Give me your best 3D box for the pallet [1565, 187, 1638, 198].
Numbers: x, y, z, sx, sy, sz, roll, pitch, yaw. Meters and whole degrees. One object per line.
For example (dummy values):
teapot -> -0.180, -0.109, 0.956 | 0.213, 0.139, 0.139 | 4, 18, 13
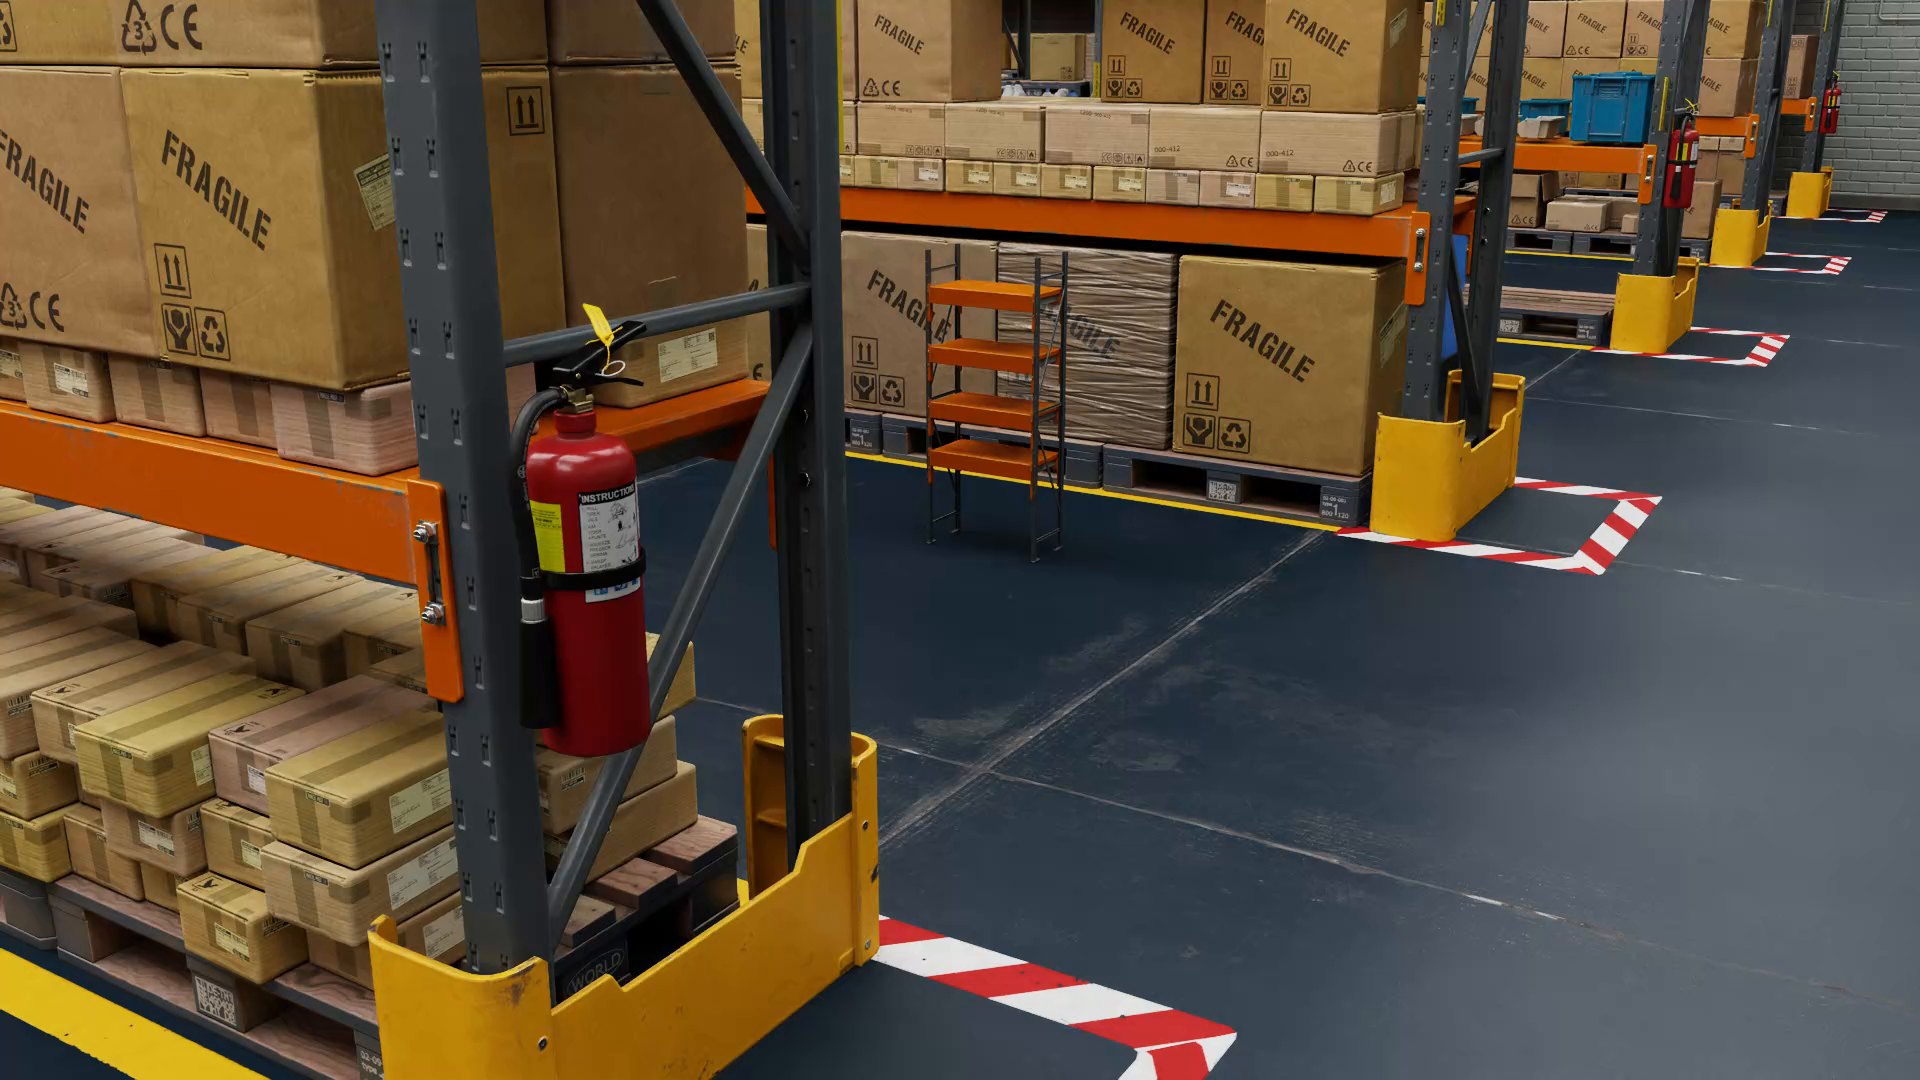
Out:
pallet -> 8.154, -4.226, 20.431 | 1.213, 0.211, 1.003 | 10, 20, 30

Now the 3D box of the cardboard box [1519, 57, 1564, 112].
cardboard box -> 5.503, -4.325, 15.788 | 0.500, 0.500, 0.500 | 10, 19, 29

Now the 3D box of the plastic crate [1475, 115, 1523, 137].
plastic crate -> 3.698, -2.848, 11.447 | 0.243, 0.136, 0.396 | 10, 20, 30

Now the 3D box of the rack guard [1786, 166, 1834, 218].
rack guard -> 9.932, -4.073, 19.428 | 0.348, 0.500, 1.175 | 10, 20, 30

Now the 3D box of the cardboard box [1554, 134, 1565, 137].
cardboard box -> 7.283, -4.960, 20.510 | 0.250, 0.149, 0.380 | 11, 20, 32

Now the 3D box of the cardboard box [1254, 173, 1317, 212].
cardboard box -> 1.437, -1.483, 7.036 | 0.250, 0.149, 0.380 | 10, 20, 31

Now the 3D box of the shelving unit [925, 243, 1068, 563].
shelving unit -> 0.141, -0.549, 6.624 | 0.503, 1.200, 0.258 | 10, 20, 30

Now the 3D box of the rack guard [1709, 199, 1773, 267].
rack guard -> 7.258, -2.860, 15.438 | 0.348, 0.500, 1.175 | 10, 20, 30

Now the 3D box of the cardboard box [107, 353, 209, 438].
cardboard box -> -1.386, -0.320, 3.205 | 0.250, 0.149, 0.380 | 10, 20, 30

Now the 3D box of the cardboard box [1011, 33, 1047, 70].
cardboard box -> 1.152, -7.091, 24.135 | 0.500, 0.500, 0.700 | 13, 21, 38

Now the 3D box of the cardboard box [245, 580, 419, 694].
cardboard box -> -1.516, 0.236, 4.101 | 0.250, 0.149, 0.380 | 9, 19, 27

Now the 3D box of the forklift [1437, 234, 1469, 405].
forklift -> 1.286, -2.287, 9.368 | 3.031, 2.935, 1.130 | 10, 20, 31

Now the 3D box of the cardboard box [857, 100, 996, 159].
cardboard box -> -0.145, -1.980, 7.986 | 0.500, 0.250, 0.500 | 11, 20, 31

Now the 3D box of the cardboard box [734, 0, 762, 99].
cardboard box -> -0.999, -2.494, 8.385 | 0.500, 0.500, 0.500 | 10, 20, 30

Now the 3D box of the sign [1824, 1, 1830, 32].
sign -> 9.616, -5.807, 18.439 | 0.005, 0.325, 0.100 | 10, 20, 30

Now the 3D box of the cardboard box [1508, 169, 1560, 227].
cardboard box -> 5.518, -3.385, 16.402 | 0.637, 0.503, 0.797 | 10, 20, 30

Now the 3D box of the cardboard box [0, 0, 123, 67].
cardboard box -> -1.499, -1.133, 3.045 | 0.500, 0.500, 0.500 | 9, 19, 28

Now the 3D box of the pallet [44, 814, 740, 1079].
pallet -> -1.285, 0.811, 3.847 | 1.213, 0.211, 1.003 | 10, 20, 30

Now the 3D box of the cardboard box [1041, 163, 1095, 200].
cardboard box -> 0.567, -1.639, 7.547 | 0.250, 0.149, 0.380 | 10, 20, 30

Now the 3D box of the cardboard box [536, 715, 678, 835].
cardboard box -> -0.859, 0.499, 3.749 | 0.250, 0.149, 0.380 | 11, 20, 32

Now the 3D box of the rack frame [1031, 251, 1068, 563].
rack frame -> 0.349, -0.512, 6.502 | 0.015, 1.200, 0.240 | 10, 20, 30

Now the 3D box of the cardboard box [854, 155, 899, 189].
cardboard box -> -0.304, -1.795, 8.060 | 0.250, 0.149, 0.380 | 10, 19, 29

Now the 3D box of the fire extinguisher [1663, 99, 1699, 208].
fire extinguisher -> 4.618, -2.468, 10.619 | 0.183, 0.674, 0.296 | 10, 20, 30

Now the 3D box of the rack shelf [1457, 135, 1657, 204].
rack shelf -> 3.023, -2.779, 12.106 | 4.000, 0.370, 1.077 | 10, 20, 30

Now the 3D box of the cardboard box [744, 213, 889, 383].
cardboard box -> -0.753, -1.264, 8.816 | 0.875, 0.875, 0.875 | 10, 20, 30

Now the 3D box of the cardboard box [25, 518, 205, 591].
cardboard box -> -2.366, 0.061, 4.678 | 0.250, 0.149, 0.380 | 9, 19, 28

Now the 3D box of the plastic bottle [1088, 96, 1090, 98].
plastic bottle -> 1.116, -3.553, 13.618 | 0.133, 0.283, 0.061 | 10, 20, 30

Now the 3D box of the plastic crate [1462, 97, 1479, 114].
plastic crate -> 3.567, -3.087, 12.066 | 0.300, 0.233, 0.416 | 10, 20, 30

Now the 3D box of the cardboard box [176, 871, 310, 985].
cardboard box -> -1.377, 0.742, 3.461 | 0.250, 0.149, 0.380 | 11, 20, 32

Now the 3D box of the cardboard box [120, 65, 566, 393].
cardboard box -> -1.064, -0.574, 2.925 | 0.500, 0.500, 0.500 | 11, 20, 31

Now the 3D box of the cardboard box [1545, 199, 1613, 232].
cardboard box -> 5.937, -3.113, 15.944 | 0.500, 0.250, 0.500 | 10, 20, 30

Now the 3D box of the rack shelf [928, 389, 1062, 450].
rack shelf -> 0.141, -0.485, 6.643 | 0.480, 0.148, 0.258 | 10, 20, 30

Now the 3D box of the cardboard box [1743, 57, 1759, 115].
cardboard box -> 7.082, -4.225, 15.459 | 0.500, 0.500, 0.500 | 11, 20, 31

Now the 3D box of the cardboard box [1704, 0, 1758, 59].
cardboard box -> 6.799, -4.571, 14.875 | 0.500, 0.500, 0.500 | 10, 20, 30

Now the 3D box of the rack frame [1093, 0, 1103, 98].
rack frame -> 1.319, -3.427, 13.002 | 0.127, 3.000, 1.000 | 10, 20, 30

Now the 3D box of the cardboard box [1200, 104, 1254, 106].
cardboard box -> 1.421, -1.880, 7.655 | 0.500, 0.250, 0.500 | 10, 19, 29

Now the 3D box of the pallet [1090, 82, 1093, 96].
pallet -> 2.165, -4.875, 18.100 | 1.213, 0.211, 1.003 | 10, 20, 30

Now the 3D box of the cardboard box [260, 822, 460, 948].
cardboard box -> -1.146, 0.632, 3.309 | 0.250, 0.149, 0.380 | 10, 19, 29

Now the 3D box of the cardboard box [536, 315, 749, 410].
cardboard box -> -0.651, -0.389, 3.434 | 0.250, 0.149, 0.380 | 10, 20, 30

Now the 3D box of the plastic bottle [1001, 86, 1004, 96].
plastic bottle -> 0.282, -3.526, 13.413 | 0.185, 0.351, 0.144 | 10, 20, 30

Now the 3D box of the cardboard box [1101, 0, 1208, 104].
cardboard box -> 0.997, -2.315, 7.796 | 0.500, 0.500, 0.500 | 10, 19, 29

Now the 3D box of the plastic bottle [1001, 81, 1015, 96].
plastic bottle -> 0.364, -3.462, 13.203 | 0.185, 0.351, 0.144 | 10, 20, 30

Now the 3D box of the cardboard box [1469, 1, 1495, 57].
cardboard box -> 5.046, -4.882, 15.898 | 0.500, 0.500, 0.500 | 9, 19, 28

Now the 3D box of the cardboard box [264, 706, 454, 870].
cardboard box -> -1.131, 0.482, 3.293 | 0.250, 0.149, 0.380 | 10, 20, 31

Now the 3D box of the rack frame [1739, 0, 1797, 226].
rack frame -> 7.323, -4.045, 15.036 | 0.127, 3.000, 1.000 | 10, 20, 30

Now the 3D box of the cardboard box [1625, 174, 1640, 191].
cardboard box -> 8.408, -4.511, 20.150 | 0.500, 0.500, 0.700 | 9, 19, 28

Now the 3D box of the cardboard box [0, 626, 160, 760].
cardboard box -> -2.047, 0.339, 3.762 | 0.250, 0.149, 0.380 | 11, 20, 32

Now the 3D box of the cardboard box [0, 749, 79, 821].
cardboard box -> -2.038, 0.478, 3.817 | 0.250, 0.149, 0.380 | 10, 20, 31

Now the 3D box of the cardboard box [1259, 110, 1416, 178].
cardboard box -> 1.583, -1.671, 6.966 | 0.500, 0.250, 0.500 | 10, 19, 29
